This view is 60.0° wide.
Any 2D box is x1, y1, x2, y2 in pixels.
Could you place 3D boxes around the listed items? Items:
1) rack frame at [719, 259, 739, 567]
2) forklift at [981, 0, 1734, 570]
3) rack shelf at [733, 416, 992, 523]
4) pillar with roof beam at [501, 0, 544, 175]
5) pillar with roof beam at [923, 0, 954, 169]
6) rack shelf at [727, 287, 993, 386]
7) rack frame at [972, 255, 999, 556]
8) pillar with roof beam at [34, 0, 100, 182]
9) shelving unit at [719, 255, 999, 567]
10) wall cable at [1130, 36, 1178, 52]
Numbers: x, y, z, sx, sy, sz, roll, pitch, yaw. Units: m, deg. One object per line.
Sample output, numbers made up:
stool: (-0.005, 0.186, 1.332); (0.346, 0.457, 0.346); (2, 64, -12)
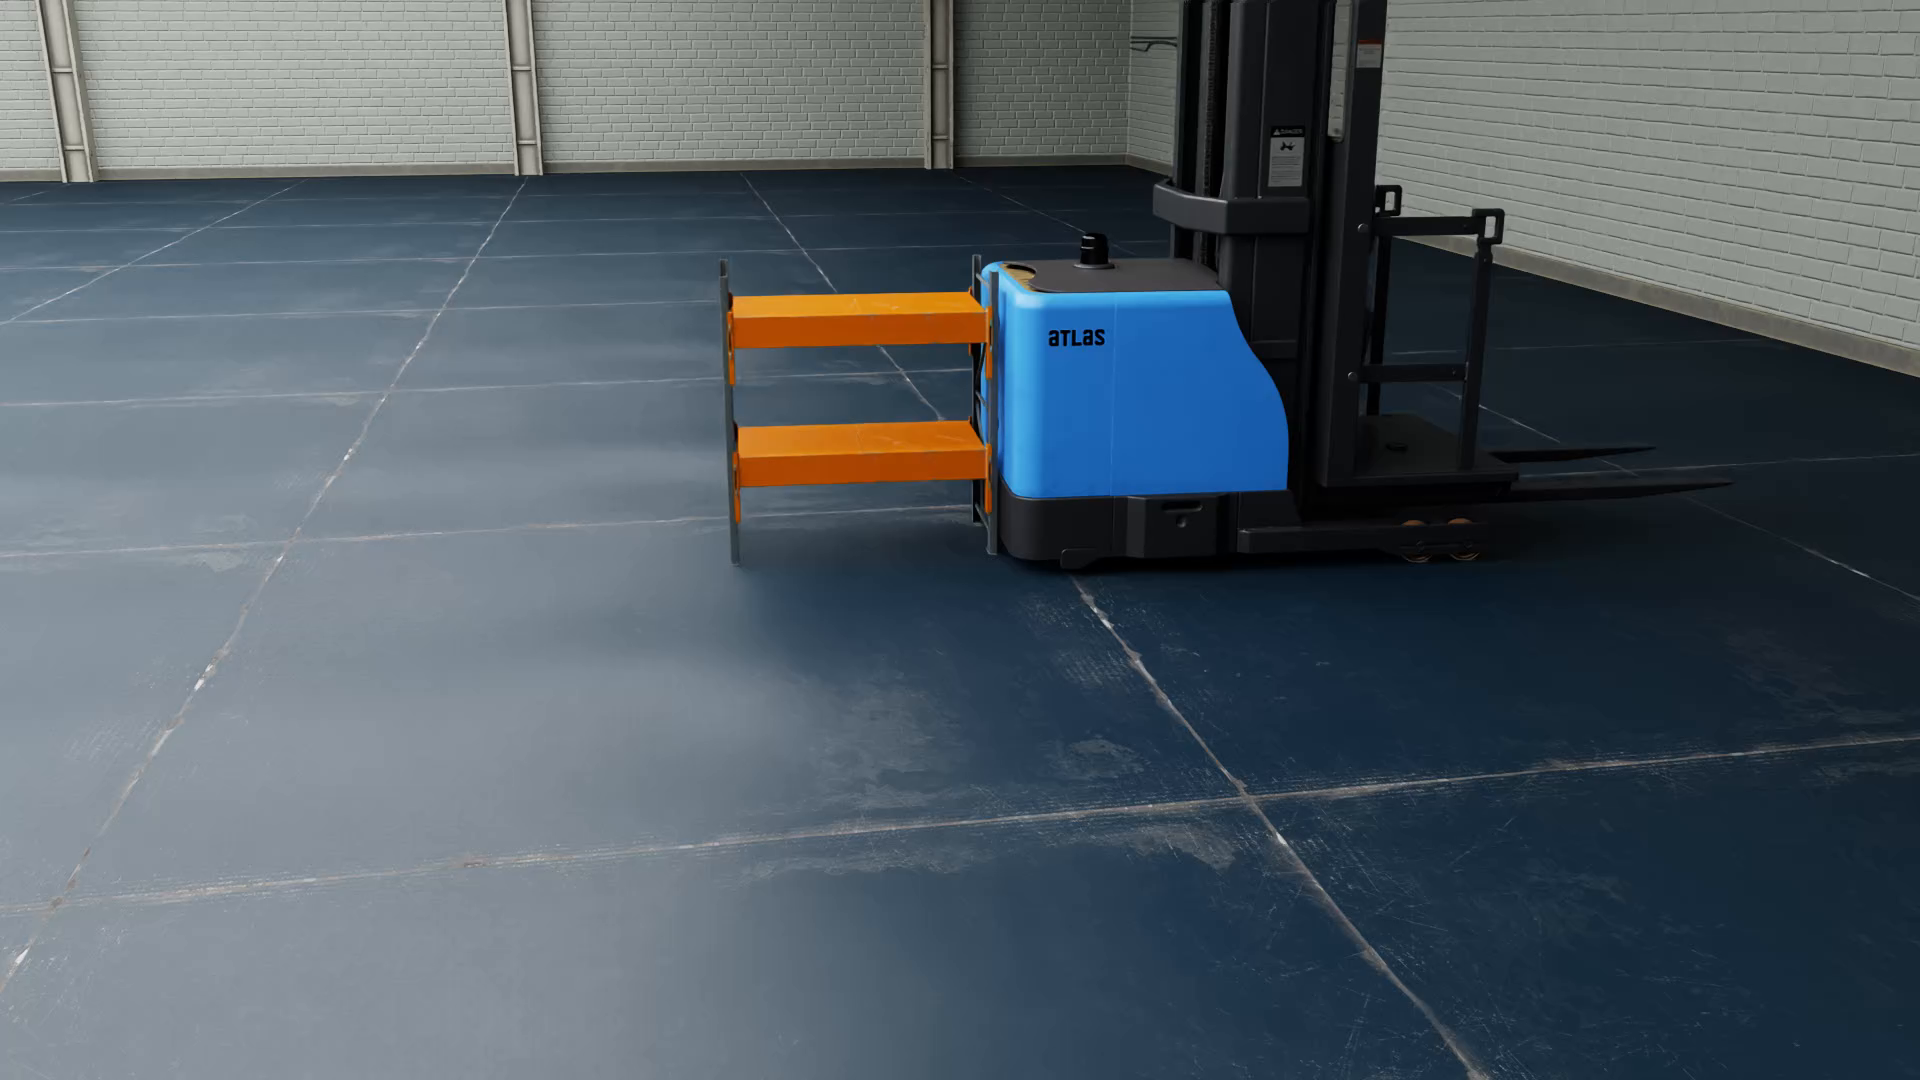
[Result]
rack frame: (-0.909, -0.507, 6.548); (0.032, 1.125, 0.500); (-2, 17, -7)
forklift: (1.634, -1.462, 6.580); (3.031, 2.935, 1.130); (-2, 17, -7)
rack shelf: (-0.405, -0.294, 6.685); (1.000, 0.278, 0.538); (-2, 17, -7)
pillar with roof beam: (-5.392, -8.337, 18.630); (0.400, 9.000, 9.100); (-3, 17, -10)
pillar with roof beam: (0.499, -8.672, 19.718); (0.400, 9.000, 9.100); (-3, 17, -10)
rack shelf: (-0.405, -0.807, 6.527); (1.000, 0.278, 0.538); (-2, 17, -7)
rack frame: (0.099, -0.547, 6.677); (0.032, 1.125, 0.500); (-2, 17, -7)
pillar with roof beam: (-11.283, -8.003, 17.542); (0.400, 9.000, 9.100); (-3, 17, -10)
shelving unit: (-0.405, -0.527, 6.613); (1.048, 1.125, 0.538); (-2, 17, -7)
wall cable: (2.826, -8.211, 23.507); (0.112, 2.526, 3.097); (-3, 17, -10)
